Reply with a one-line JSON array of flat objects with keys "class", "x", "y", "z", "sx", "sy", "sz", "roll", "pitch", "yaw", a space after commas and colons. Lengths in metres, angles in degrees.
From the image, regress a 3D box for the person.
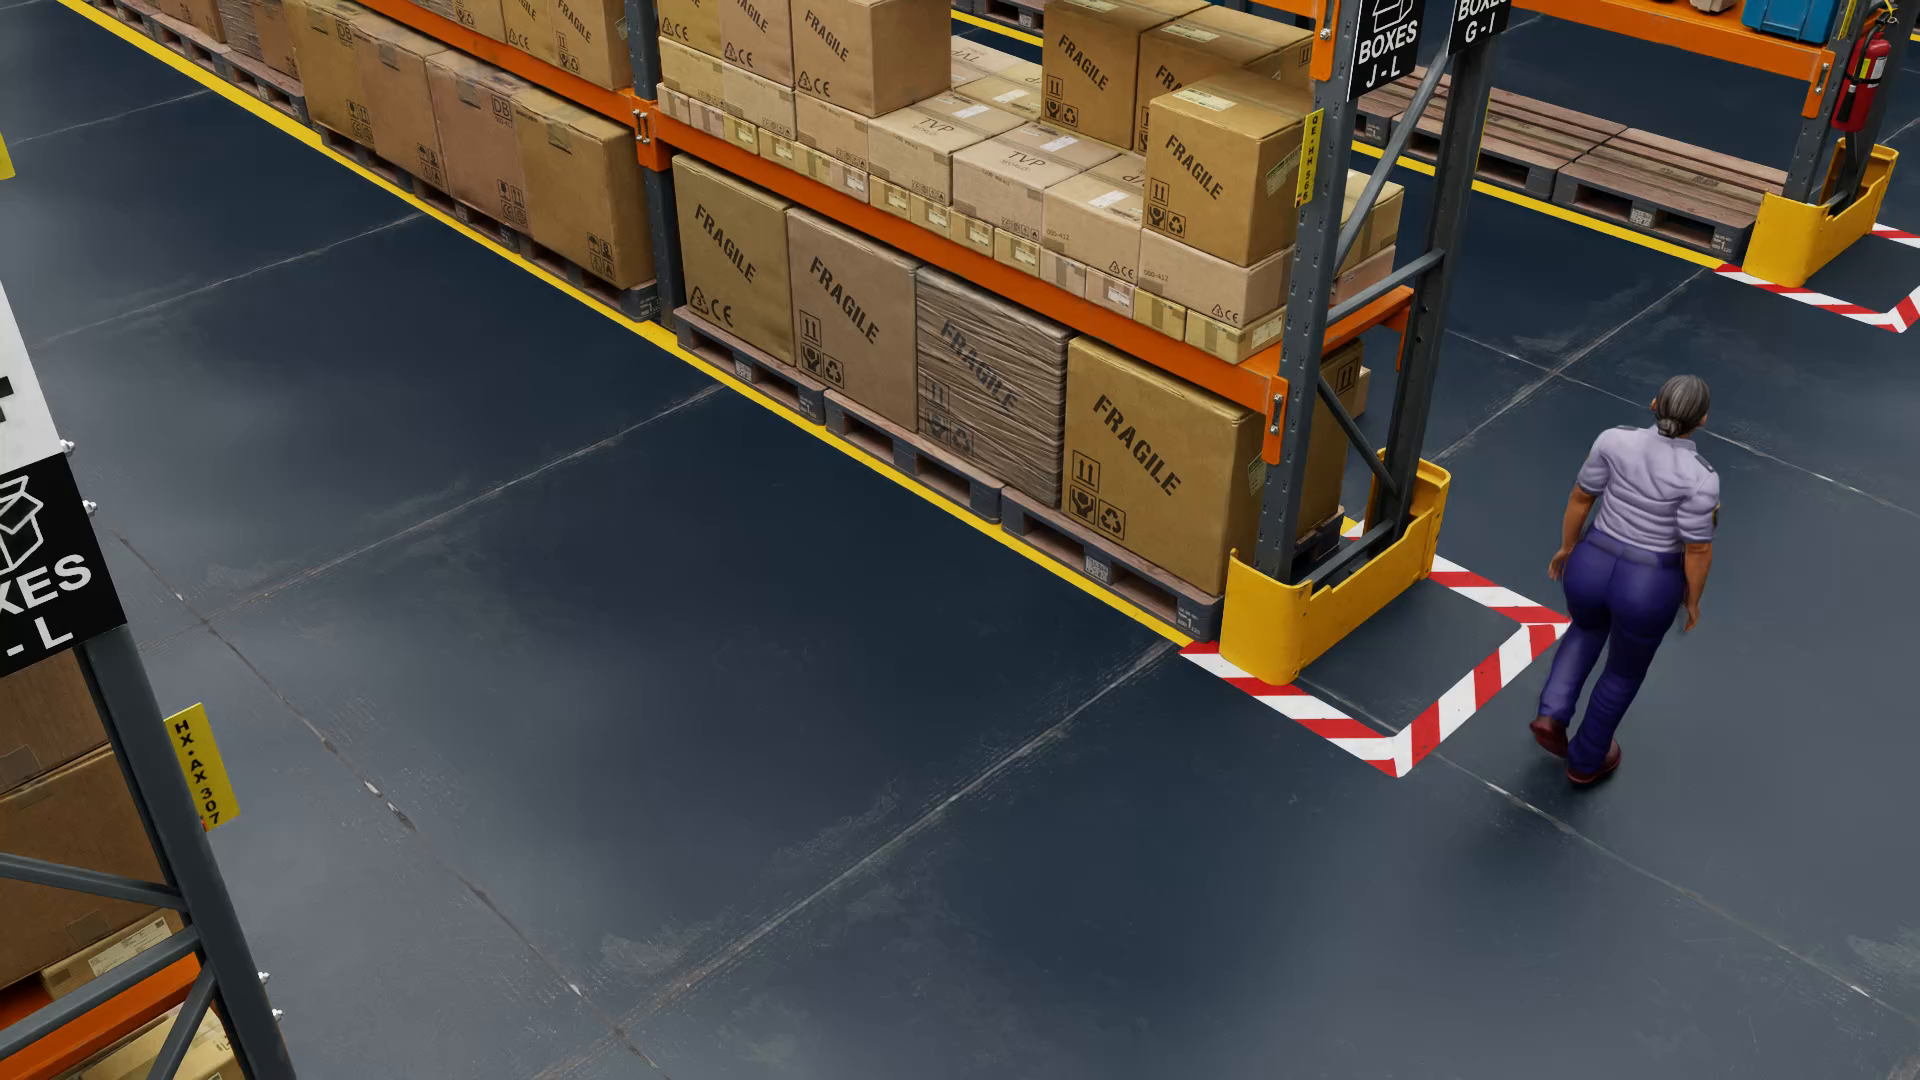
[{"class": "person", "x": 2.365, "y": 0.139, "z": 5.933, "sx": 0.540, "sy": 1.640, "sz": 0.446, "roll": 28, "pitch": 44, "yaw": 33}]
